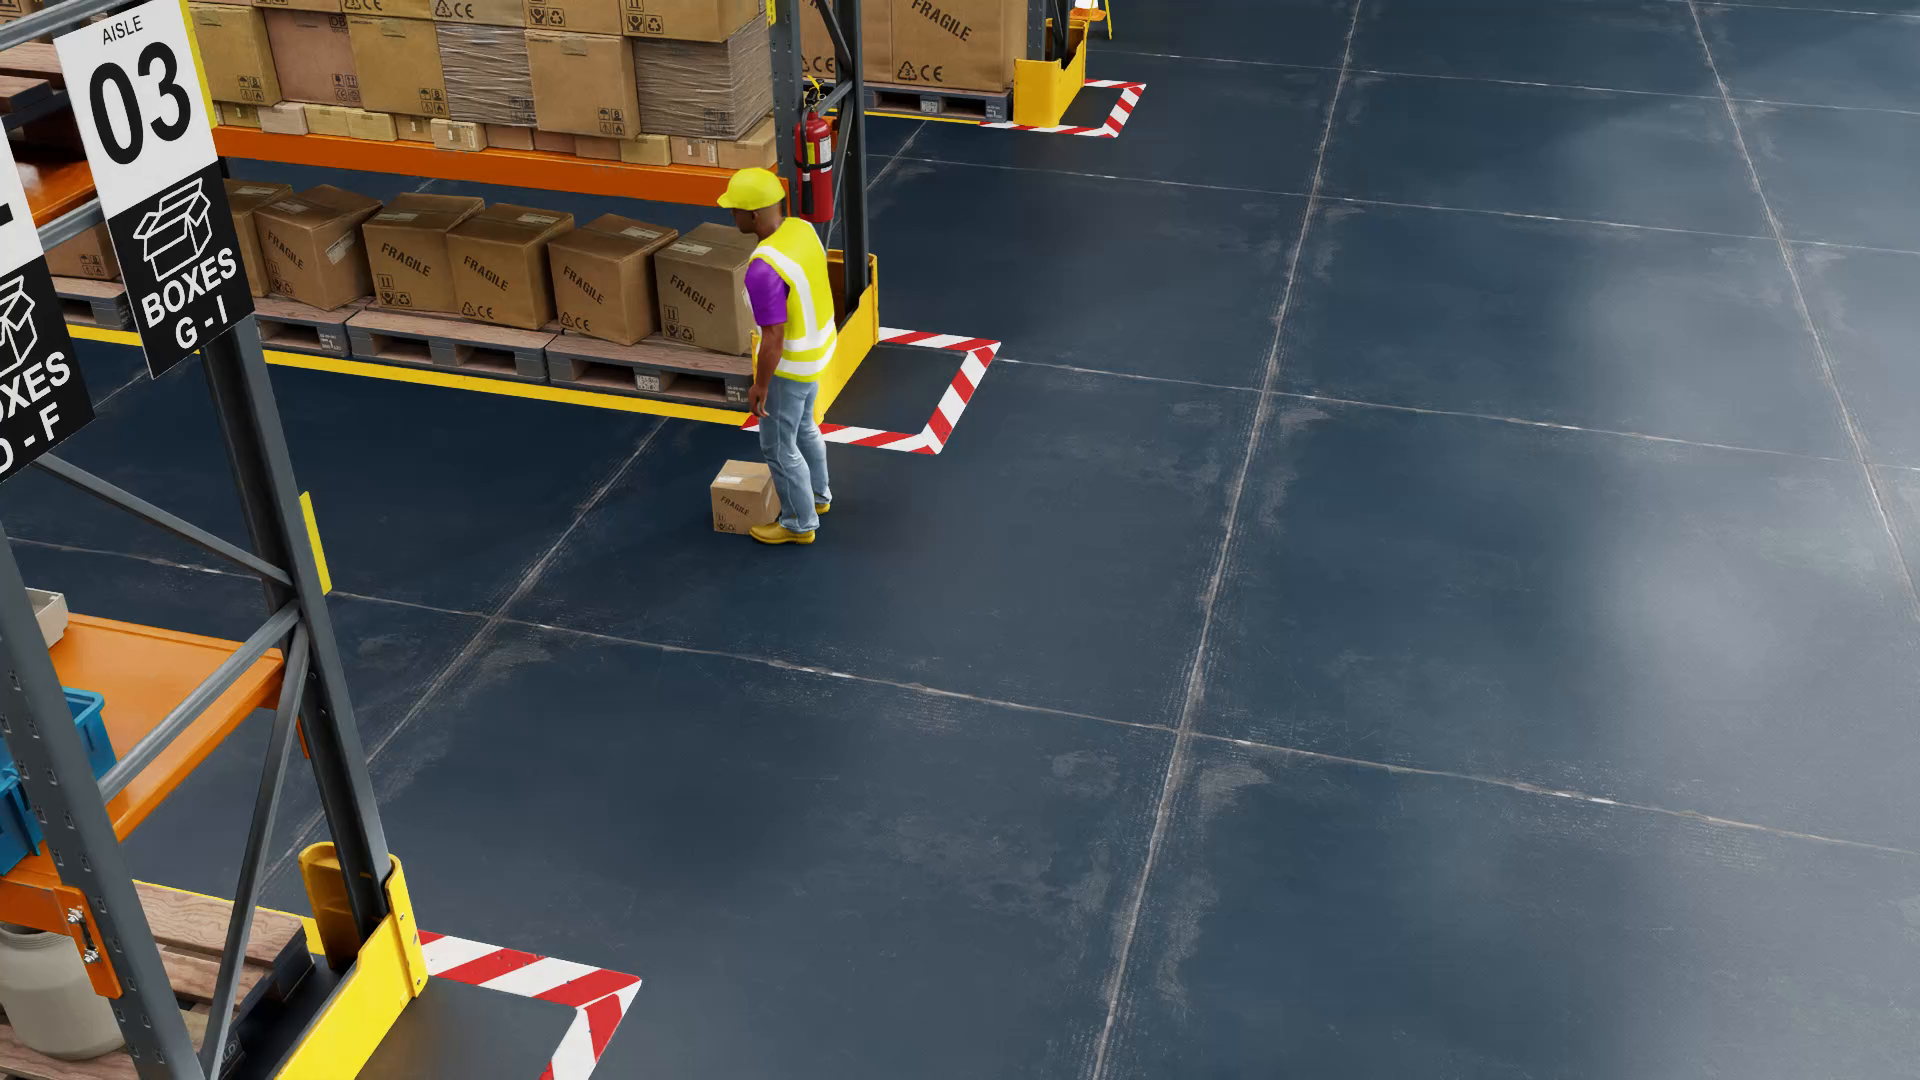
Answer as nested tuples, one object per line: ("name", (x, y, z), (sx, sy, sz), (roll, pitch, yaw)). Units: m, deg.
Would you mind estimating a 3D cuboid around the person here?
("person", (-0.790, -0.808, 7.384), (0.460, 1.760, 0.631), (8, 33, 12))
